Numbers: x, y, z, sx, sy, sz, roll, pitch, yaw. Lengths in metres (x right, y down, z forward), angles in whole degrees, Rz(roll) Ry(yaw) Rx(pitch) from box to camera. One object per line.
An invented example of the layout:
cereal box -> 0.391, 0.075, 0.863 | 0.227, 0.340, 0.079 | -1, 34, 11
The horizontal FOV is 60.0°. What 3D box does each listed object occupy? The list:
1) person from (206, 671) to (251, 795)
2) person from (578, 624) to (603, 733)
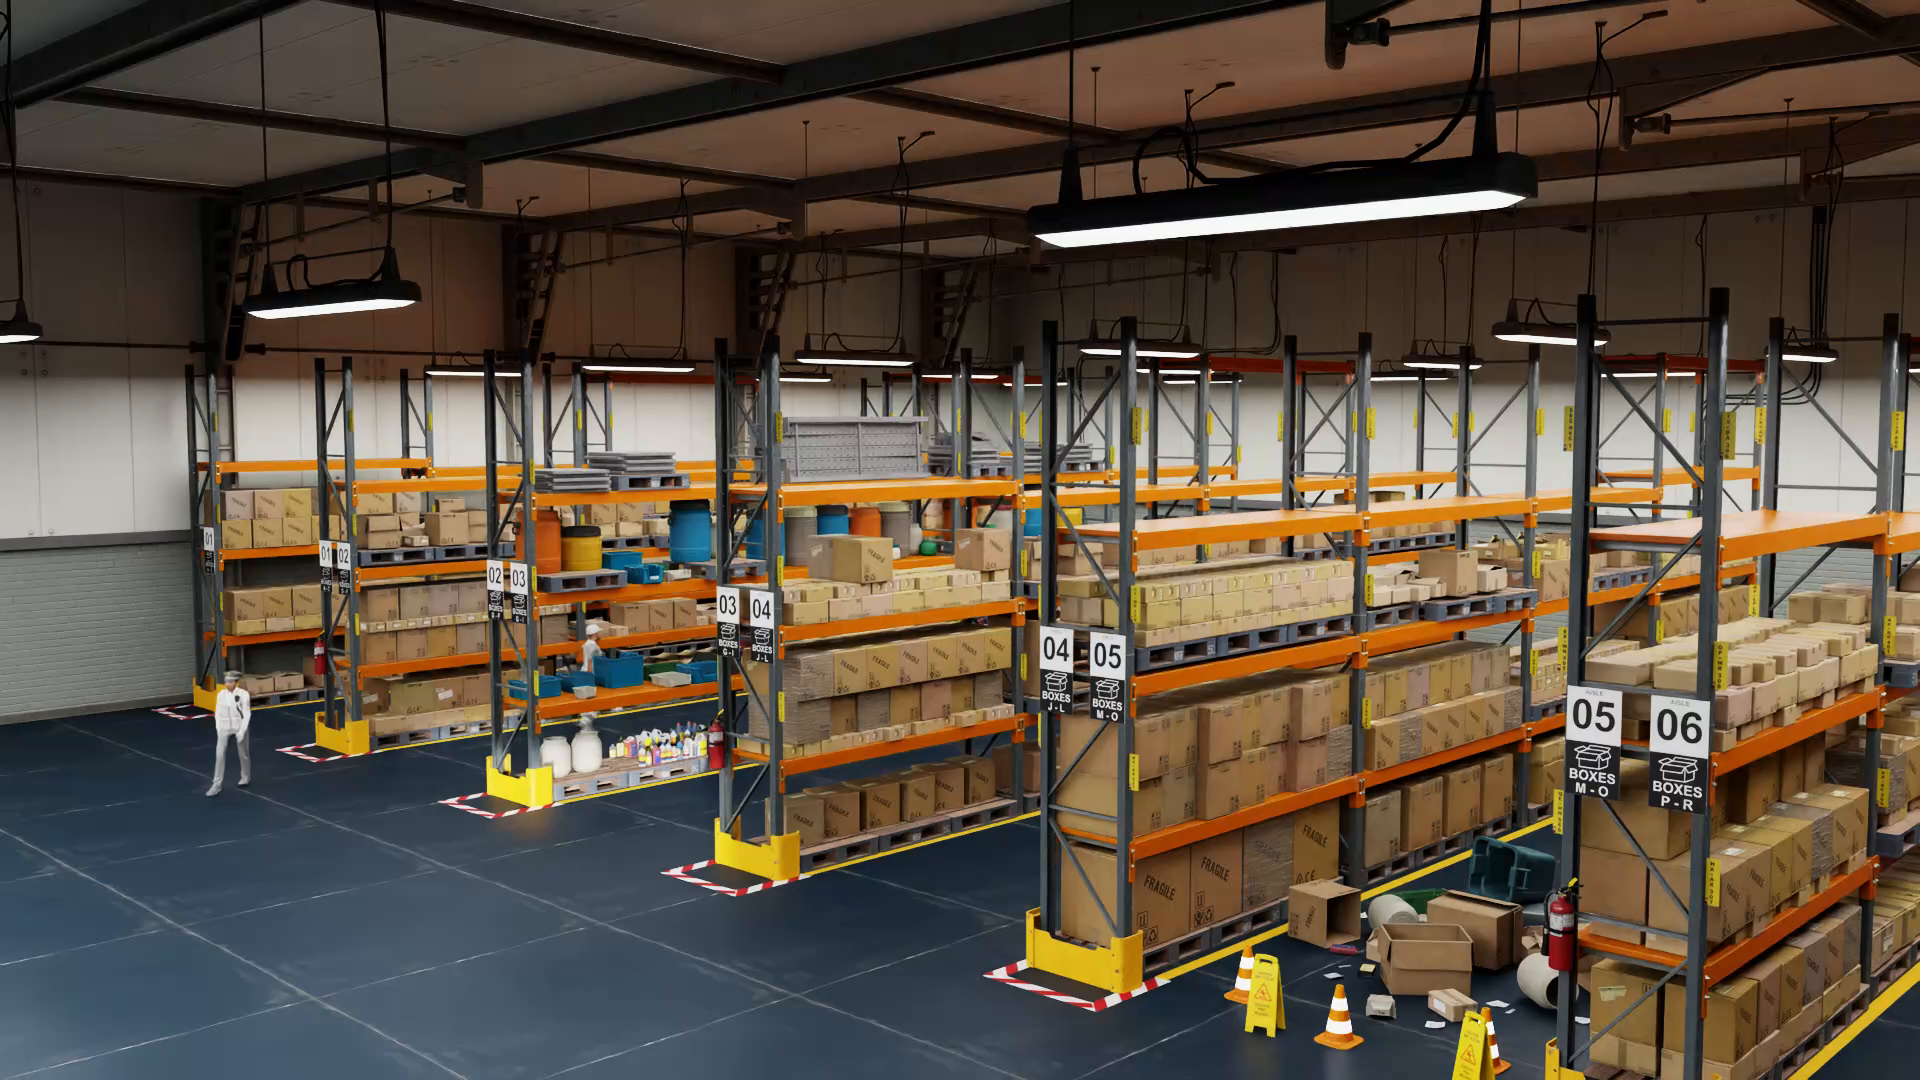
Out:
person -> -9.936, 2.589, 22.689 | 0.512, 1.625, 0.907 | -1, 4, -9
person -> -5.913, 2.234, 26.563 | 0.485, 1.780, 0.574 | -3, 5, -32
